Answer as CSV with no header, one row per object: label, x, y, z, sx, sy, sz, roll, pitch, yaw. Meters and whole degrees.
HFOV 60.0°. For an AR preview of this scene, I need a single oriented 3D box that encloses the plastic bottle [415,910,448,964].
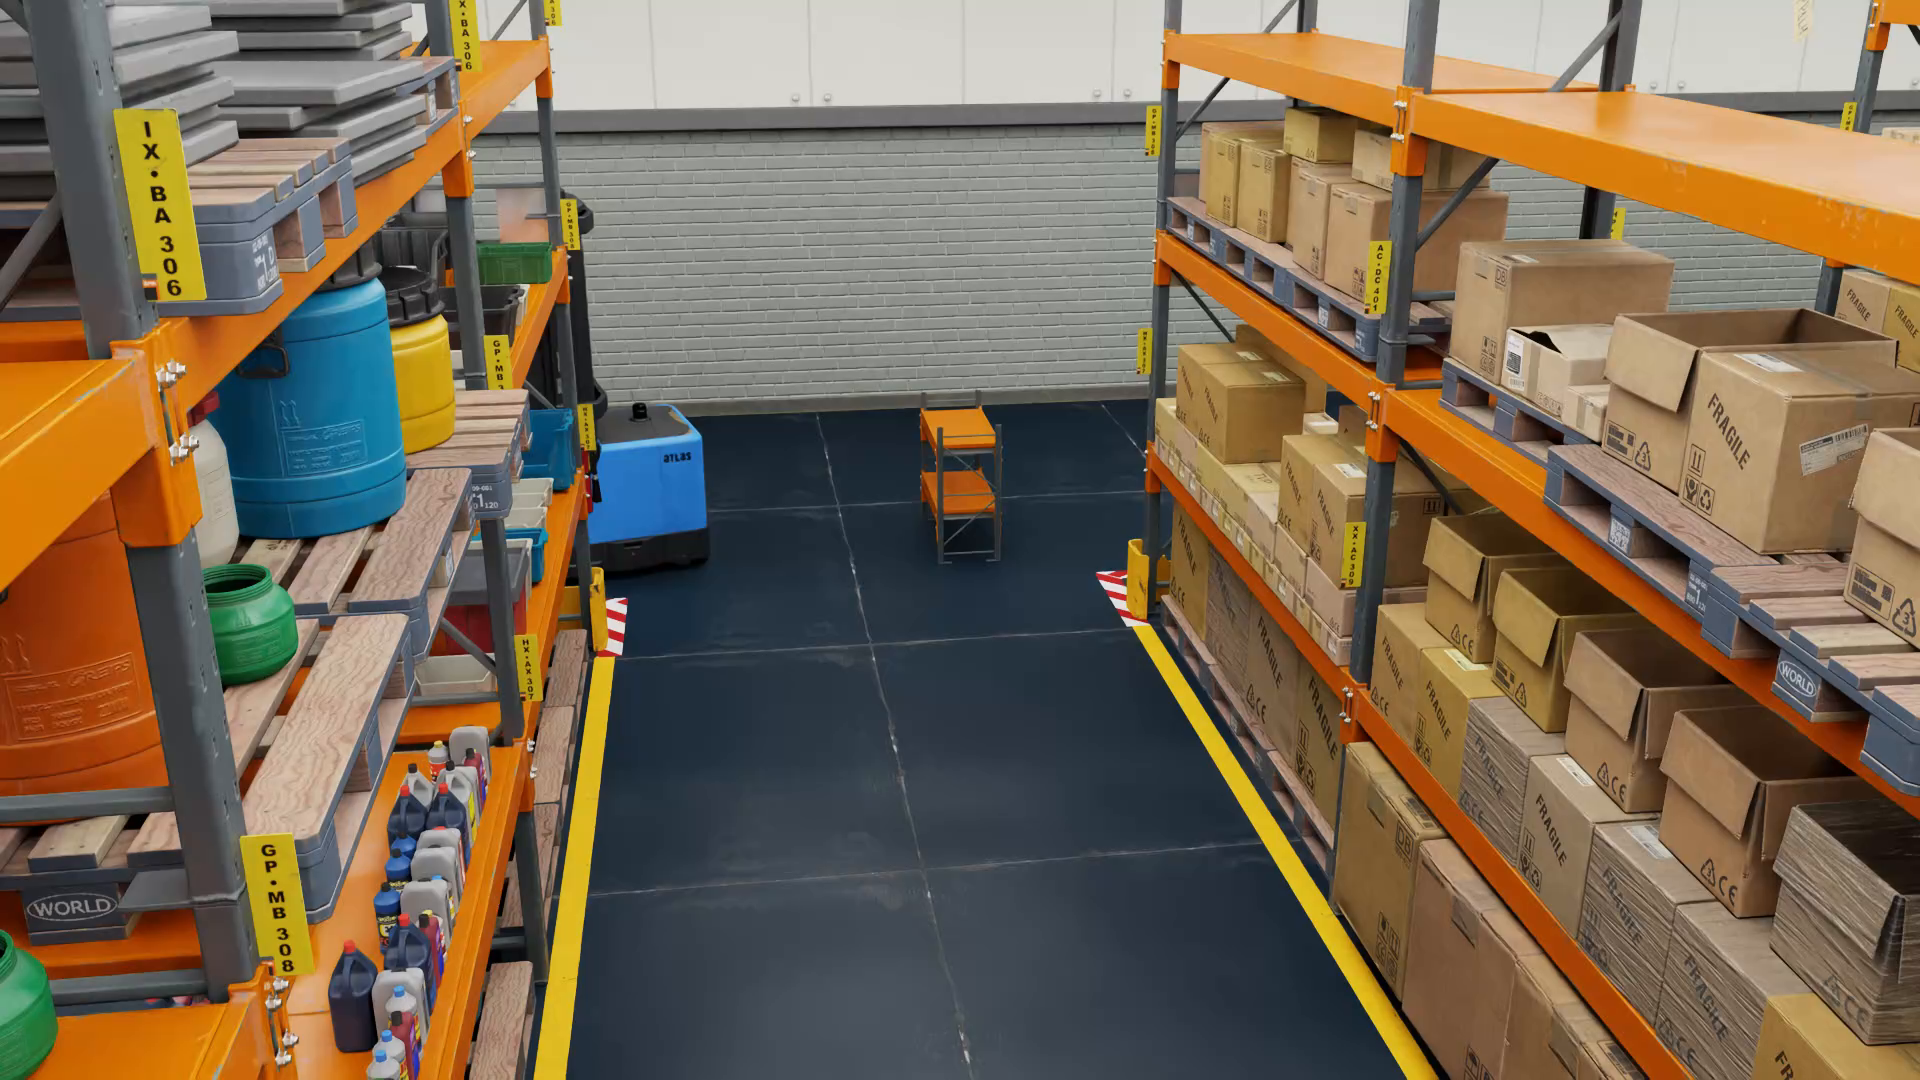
plastic bottle,-1.887,1.414,5.926,0.097,0.201,0.097,0,20,0

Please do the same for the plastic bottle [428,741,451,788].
plastic bottle,-2.230,0.960,7.142,0.097,0.201,0.097,0,20,0

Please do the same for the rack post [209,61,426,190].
rack post,-2.068,-1.148,4.642,0.937,0.300,0.954,-1,20,-2

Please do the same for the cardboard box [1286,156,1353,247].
cardboard box,2.235,-1.854,9.219,0.700,0.500,0.500,-2,21,-5

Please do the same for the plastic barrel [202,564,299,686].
plastic barrel,-1.835,0.212,4.197,0.294,0.245,0.294,0,20,0

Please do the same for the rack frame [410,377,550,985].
rack frame,-2.486,0.734,7.463,1.000,3.000,0.127,-3,21,-8

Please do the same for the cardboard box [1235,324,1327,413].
cardboard box,2.169,-1.165,11.267,0.500,0.500,0.500,-3,21,-7

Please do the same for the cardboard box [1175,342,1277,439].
cardboard box,1.713,-0.968,10.738,0.500,0.500,0.500,-3,21,-9

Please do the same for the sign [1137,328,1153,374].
sign,1.289,-1.317,11.605,0.100,0.325,0.005,-3,21,-8

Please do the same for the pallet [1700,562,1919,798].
pallet,2.846,0.332,4.522,1.213,0.211,1.003,-2,21,-5

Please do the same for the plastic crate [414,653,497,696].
plastic crate,-2.412,0.661,7.949,0.396,0.136,0.243,-3,21,-8

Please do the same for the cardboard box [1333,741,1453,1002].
cardboard box,2.527,1.504,7.840,1.225,0.875,0.875,-3,21,-8

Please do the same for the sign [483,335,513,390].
sign,-1.941,-0.702,7.009,0.100,0.325,0.005,-3,21,-8

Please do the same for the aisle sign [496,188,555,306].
aisle sign,-2.783,-1.908,10.822,0.394,0.787,0.004,-3,21,-8

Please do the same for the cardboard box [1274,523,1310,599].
cardboard box,2.015,0.097,8.959,0.500,0.250,0.500,-2,21,-6

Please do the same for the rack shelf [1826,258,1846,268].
rack shelf,7.050,-1.491,10.163,1.077,0.370,4.000,-3,21,-8

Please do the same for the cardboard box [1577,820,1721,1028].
cardboard box,2.531,1.312,5.774,0.500,0.500,0.500,-4,21,-10

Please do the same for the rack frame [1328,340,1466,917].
rack frame,2.415,0.484,8.132,1.000,3.000,0.127,-3,21,-8

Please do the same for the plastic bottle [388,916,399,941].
plastic bottle,-1.928,1.431,5.782,0.097,0.271,0.097,0,20,0

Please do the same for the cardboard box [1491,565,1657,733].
cardboard box,2.603,0.427,6.710,0.797,0.503,0.637,-3,21,-7

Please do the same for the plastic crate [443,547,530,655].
plastic crate,-2.367,0.354,8.303,0.402,0.464,0.583,-3,21,-8

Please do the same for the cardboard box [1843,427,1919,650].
cardboard box,2.833,0.012,4.363,0.797,0.503,0.637,-2,21,-5

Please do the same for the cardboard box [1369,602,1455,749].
cardboard box,2.234,0.610,7.654,0.500,0.500,0.500,-3,21,-8

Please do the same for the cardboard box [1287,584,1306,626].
cardboard box,1.973,0.335,8.891,0.380,0.149,0.250,-3,21,-9

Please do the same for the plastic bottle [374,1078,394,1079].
plastic bottle,-1.726,1.719,4.993,0.061,0.283,0.133,-3,21,-8

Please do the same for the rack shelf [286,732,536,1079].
rack shelf,-2.198,1.764,5.735,1.077,0.370,4.000,-3,21,-8

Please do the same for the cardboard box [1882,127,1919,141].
cardboard box,6.583,-2.748,11.429,0.380,0.149,0.250,-3,21,-8

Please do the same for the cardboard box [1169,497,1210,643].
cardboard box,2.010,0.116,11.556,0.875,0.875,0.875,-3,21,-8

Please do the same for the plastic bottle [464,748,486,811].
plastic bottle,-2.031,0.987,6.953,0.061,0.283,0.133,-3,21,-8

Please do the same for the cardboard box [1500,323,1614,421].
cardboard box,2.484,-0.691,6.520,0.500,0.311,0.500,-4,21,-10

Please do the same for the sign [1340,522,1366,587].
sign,1.866,0.070,7.890,0.100,0.325,0.005,-3,21,-8

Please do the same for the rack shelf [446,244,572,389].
rack shelf,-2.774,-1.026,8.918,1.077,0.370,4.000,-3,21,-8

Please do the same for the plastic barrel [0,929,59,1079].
plastic barrel,-1.823,0.870,3.035,0.294,0.245,0.294,0,20,0

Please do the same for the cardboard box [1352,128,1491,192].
cardboard box,2.286,-1.888,8.240,0.500,0.250,0.500,-4,21,-11

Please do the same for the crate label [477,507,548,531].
crate label,-2.674,-0.086,9.950,0.396,0.136,0.243,-3,21,-8

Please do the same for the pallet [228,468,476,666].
pallet,-2.110,0.077,5.207,1.003,0.211,1.213,-3,21,-8

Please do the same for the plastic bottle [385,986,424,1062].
plastic bottle,-1.808,1.572,5.404,0.097,0.271,0.097,0,20,0

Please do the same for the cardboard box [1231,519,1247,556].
cardboard box,1.826,-0.020,9.842,0.380,0.149,0.250,-3,21,-7

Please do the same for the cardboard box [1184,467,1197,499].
cardboard box,1.678,-0.376,10.794,0.380,0.149,0.250,-3,21,-9

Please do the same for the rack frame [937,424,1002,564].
rack frame,0.072,-0.353,13.054,0.500,1.125,0.032,-3,21,-8

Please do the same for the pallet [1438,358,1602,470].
pallet,2.596,-0.516,6.797,0.805,0.209,1.217,-4,21,-10

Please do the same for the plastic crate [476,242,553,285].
plastic crate,-2.638,-1.629,9.808,0.450,0.188,0.336,-3,21,-8

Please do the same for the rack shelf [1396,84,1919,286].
rack shelf,2.703,-1.109,5.424,1.077,0.370,4.000,-3,21,-8

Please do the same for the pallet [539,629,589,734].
pallet,-2.982,0.943,10.889,1.003,0.211,1.213,-3,21,-8

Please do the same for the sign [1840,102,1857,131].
sign,6.224,-2.903,11.665,0.100,0.325,0.005,-3,21,-8

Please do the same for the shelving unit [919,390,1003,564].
shelving unit,-0.001,-0.529,13.526,0.538,1.125,1.048,-3,21,-8

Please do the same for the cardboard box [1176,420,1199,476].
cardboard box,1.722,-0.610,10.852,0.500,0.250,0.500,-3,21,-8

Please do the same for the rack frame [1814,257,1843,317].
rack frame,6.761,-1.116,12.416,1.000,3.000,0.127,-3,21,-8

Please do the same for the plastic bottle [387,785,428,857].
plastic bottle,-2.146,1.130,6.473,0.144,0.351,0.185,-3,21,-8

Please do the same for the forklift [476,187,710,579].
forklift,-3.553,-1.143,12.586,3.031,2.935,1.130,-8,22,-21

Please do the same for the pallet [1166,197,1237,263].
pallet,1.956,-2.008,10.644,1.003,0.211,1.213,-3,21,-8

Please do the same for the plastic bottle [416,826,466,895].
plastic bottle,-1.984,1.214,6.357,0.152,0.276,0.135,-3,21,-8
